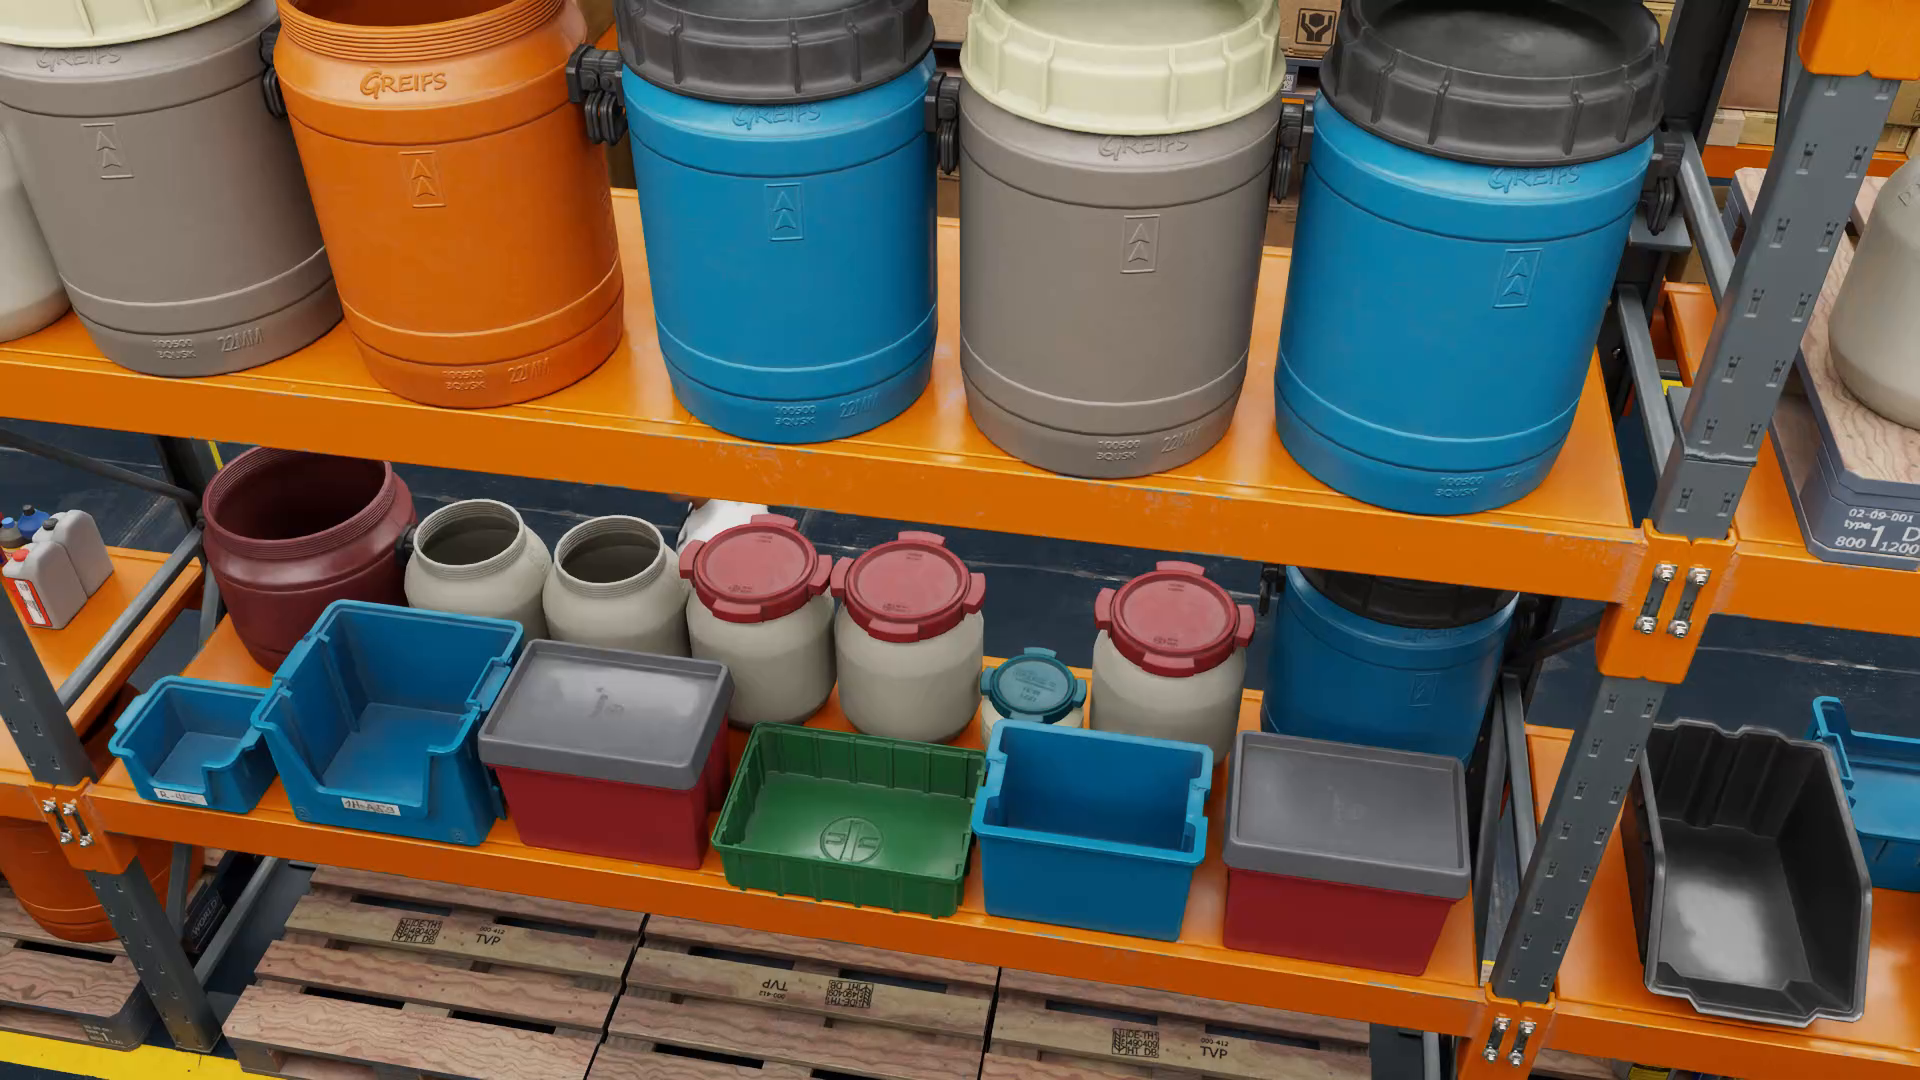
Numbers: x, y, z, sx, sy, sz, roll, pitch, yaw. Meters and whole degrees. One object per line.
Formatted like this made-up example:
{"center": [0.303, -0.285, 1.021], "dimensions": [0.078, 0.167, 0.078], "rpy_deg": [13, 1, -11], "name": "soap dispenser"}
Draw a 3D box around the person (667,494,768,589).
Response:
{"center": [-0.806, 0.349, 5.753], "dimensions": [0.421, 1.774, 0.654], "rpy_deg": [4, 40, 5], "name": "person"}
